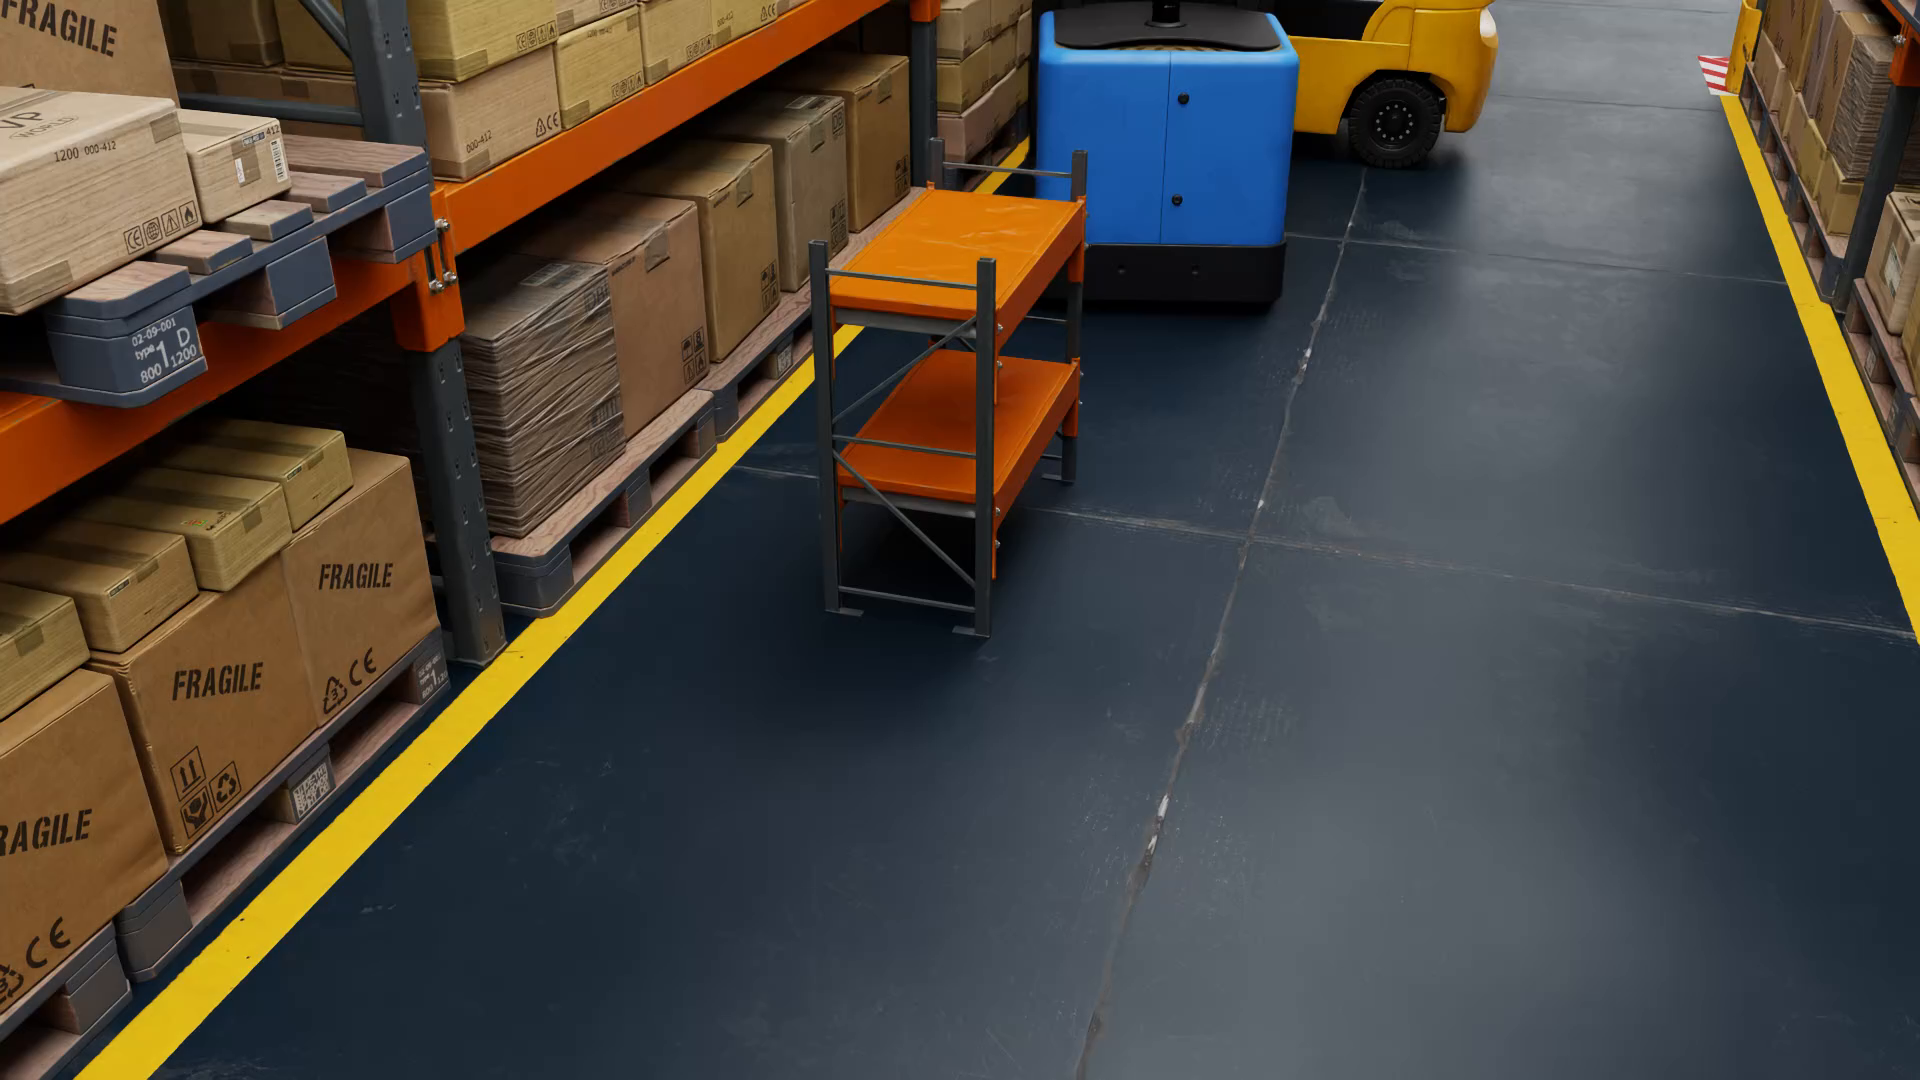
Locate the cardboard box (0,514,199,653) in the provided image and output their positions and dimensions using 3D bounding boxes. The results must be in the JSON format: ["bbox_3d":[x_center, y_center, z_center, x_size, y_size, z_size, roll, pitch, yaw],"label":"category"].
[{"bbox_3d":[-1.848,0.087,3.480,0.380,0.149,0.250,7,30,13],"label":"cardboard box"}]

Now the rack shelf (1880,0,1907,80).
[{"bbox_3d":[4.732,-2.819,7.972,1.077,0.370,4.000,8,30,15],"label":"rack shelf"}]

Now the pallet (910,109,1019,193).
[{"bbox_3d":[-0.328,-2.056,8.728,1.003,0.211,1.213,8,30,15],"label":"pallet"}]

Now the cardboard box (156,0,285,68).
[{"bbox_3d":[-1.909,-1.453,4.416,0.500,0.250,0.500,9,30,16],"label":"cardboard box"}]

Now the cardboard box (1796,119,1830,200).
[{"bbox_3d":[4.208,-1.748,7.703,0.500,0.250,0.500,8,30,14],"label":"cardboard box"}]

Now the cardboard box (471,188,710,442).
[{"bbox_3d":[-1.395,-0.790,5.595,0.875,0.625,0.625,9,30,17],"label":"cardboard box"}]

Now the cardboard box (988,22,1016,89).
[{"bbox_3d":[-0.018,-2.526,8.587,0.500,0.250,0.500,8,30,15],"label":"cardboard box"}]

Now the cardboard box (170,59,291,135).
[{"bbox_3d":[-1.888,-1.231,4.532,0.500,0.250,0.500,8,30,14],"label":"cardboard box"}]

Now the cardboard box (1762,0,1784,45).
[{"bbox_3d":[4.812,-3.026,9.229,0.500,0.500,0.500,7,30,13],"label":"cardboard box"}]

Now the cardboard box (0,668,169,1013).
[{"bbox_3d":[-2.002,0.559,3.299,0.500,0.500,0.500,10,31,17],"label":"cardboard box"}]

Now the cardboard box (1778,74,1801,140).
[{"bbox_3d":[4.513,-2.218,8.548,0.500,0.250,0.500,11,31,18],"label":"cardboard box"}]

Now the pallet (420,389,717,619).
[{"bbox_3d":[-1.496,-0.210,5.410,1.003,0.211,1.213,8,30,15],"label":"pallet"}]

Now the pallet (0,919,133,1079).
[{"bbox_3d":[-2.390,1.074,3.103,1.003,0.211,1.213,8,30,15],"label":"pallet"}]

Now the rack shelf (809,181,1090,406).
[{"bbox_3d":[-0.002,-0.744,4.829,0.538,0.278,1.000,8,30,15],"label":"rack shelf"}]

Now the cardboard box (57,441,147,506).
[{"bbox_3d":[-2.226,-0.228,4.047,0.380,0.149,0.250,10,31,17],"label":"cardboard box"}]

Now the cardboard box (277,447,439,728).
[{"bbox_3d":[-1.694,0.084,4.152,0.500,0.500,0.500,9,30,16],"label":"cardboard box"}]

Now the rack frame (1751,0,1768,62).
[{"bbox_3d":[5.319,-4.063,9.468,1.000,3.000,0.127,8,30,15],"label":"rack frame"}]

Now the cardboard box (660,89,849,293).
[{"bbox_3d":[-0.979,-1.453,6.786,0.875,0.625,0.625,8,30,14],"label":"cardboard box"}]

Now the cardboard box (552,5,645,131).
[{"bbox_3d":[-1.259,-1.390,4.818,0.500,0.250,0.500,8,30,14],"label":"cardboard box"}]

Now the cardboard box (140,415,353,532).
[{"bbox_3d":[-1.678,-0.161,3.925,0.380,0.149,0.250,7,30,12],"label":"cardboard box"}]

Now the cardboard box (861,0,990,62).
[{"bbox_3d":[-0.159,-2.509,8.043,0.500,0.250,0.500,8,30,14],"label":"cardboard box"}]

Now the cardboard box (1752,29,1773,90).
[{"bbox_3d":[4.818,-2.709,9.431,0.500,0.250,0.500,8,30,14],"label":"cardboard box"}]

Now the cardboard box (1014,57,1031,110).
[{"bbox_3d":[0.128,-2.549,9.143,0.500,0.250,0.500,9,30,16],"label":"cardboard box"}]

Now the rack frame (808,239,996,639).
[{"bbox_3d":[-0.151,-0.252,4.546,0.500,1.125,0.032,8,30,15],"label":"rack frame"}]

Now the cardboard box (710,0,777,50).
[{"bbox_3d":[-0.961,-1.872,5.683,0.500,0.250,0.500,9,30,16],"label":"cardboard box"}]

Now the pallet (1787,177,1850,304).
[{"bbox_3d":[4.308,-1.302,7.374,1.003,0.211,1.213,8,30,15],"label":"pallet"}]

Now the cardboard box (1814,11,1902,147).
[{"bbox_3d":[4.210,-2.063,7.499,0.500,0.500,0.500,9,30,16],"label":"cardboard box"}]

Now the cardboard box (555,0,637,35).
[{"bbox_3d":[-1.263,-1.608,4.696,0.500,0.250,0.500,9,30,16],"label":"cardboard box"}]

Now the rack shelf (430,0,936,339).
[{"bbox_3d":[-1.188,-1.667,5.900,1.077,0.370,4.000,8,30,15],"label":"rack shelf"}]

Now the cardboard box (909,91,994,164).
[{"bbox_3d":[-0.143,-2.070,8.282,0.500,0.250,0.500,9,30,15],"label":"cardboard box"}]

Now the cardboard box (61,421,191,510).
[{"bbox_3d":[-2.167,0.013,4.280,0.500,0.500,0.500,10,31,17],"label":"cardboard box"}]

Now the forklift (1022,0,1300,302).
[{"bbox_3d":[0.878,-2.943,7.525,1.130,2.935,3.031,1,29,2],"label":"forklift"}]

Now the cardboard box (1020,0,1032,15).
[{"bbox_3d":[0.136,-2.978,8.886,0.500,0.250,0.500,10,30,17],"label":"cardboard box"}]

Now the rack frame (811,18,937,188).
[{"bbox_3d":[-0.601,-2.910,7.396,1.000,3.000,0.127,8,30,15],"label":"rack frame"}]

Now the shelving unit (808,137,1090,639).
[{"bbox_3d":[-0.002,-0.488,4.971,0.538,1.125,1.048,8,30,15],"label":"shelving unit"}]

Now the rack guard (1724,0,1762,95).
[{"bbox_3d":[5.297,-2.935,10.012,1.175,0.500,0.348,8,30,15],"label":"rack guard"}]

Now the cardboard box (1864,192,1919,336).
[{"bbox_3d":[3.993,-0.995,6.224,0.950,0.372,0.625,9,30,16],"label":"cardboard box"}]

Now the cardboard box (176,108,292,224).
[{"bbox_3d":[-1.601,-0.765,3.367,0.380,0.149,0.250,9,30,16],"label":"cardboard box"}]

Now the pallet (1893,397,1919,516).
[{"bbox_3d":[3.562,-0.054,5.131,1.003,0.211,1.213,8,30,15],"label":"pallet"}]

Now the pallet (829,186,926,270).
[{"bbox_3d":[-0.780,-1.344,7.449,1.003,0.211,1.213,8,30,15],"label":"pallet"}]

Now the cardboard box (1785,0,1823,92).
[{"bbox_3d":[4.507,-2.550,8.374,0.500,0.500,0.500,9,30,16],"label":"cardboard box"}]

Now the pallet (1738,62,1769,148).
[{"bbox_3d":[5.025,-2.436,9.413,1.003,0.211,1.213,8,30,15],"label":"pallet"}]
